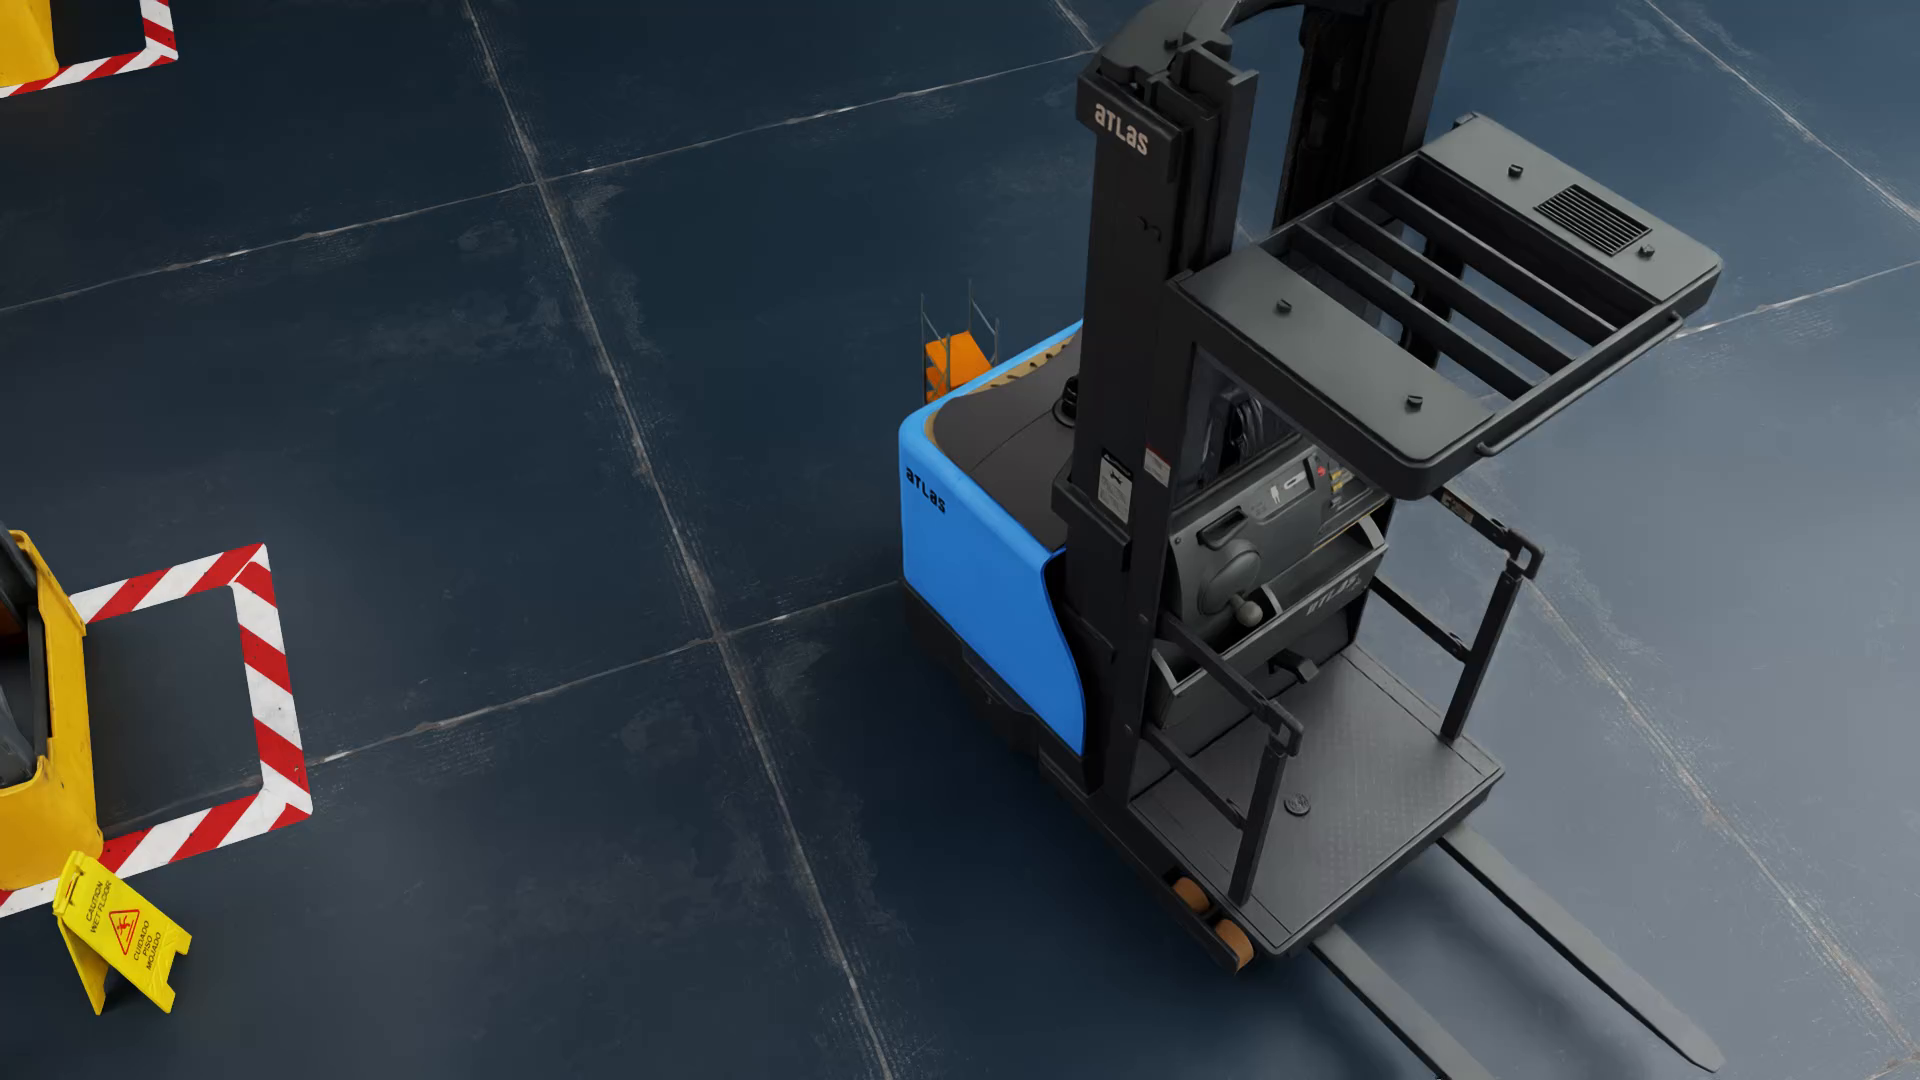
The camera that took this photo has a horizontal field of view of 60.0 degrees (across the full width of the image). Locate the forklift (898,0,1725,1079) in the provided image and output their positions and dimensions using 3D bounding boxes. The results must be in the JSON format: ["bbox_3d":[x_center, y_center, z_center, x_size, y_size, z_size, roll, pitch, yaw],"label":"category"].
[{"bbox_3d":[1.085,0.003,4.656,1.130,2.935,3.031,-31,56,-24],"label":"forklift"}]

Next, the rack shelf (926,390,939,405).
[{"bbox_3d":[-0.001,-0.455,6.091,0.180,0.103,0.258,-19,52,-15],"label":"rack shelf"}]

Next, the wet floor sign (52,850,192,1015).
[{"bbox_3d":[-2.637,1.199,5.135,0.232,0.644,0.267,-2,49,-1],"label":"wet floor sign"}]

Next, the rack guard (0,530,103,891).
[{"bbox_3d":[-3.287,0.572,5.770,0.348,0.500,1.175,-17,52,-14],"label":"rack guard"}]

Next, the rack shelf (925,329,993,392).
[{"bbox_3d":[-0.001,-0.612,5.909,0.180,0.103,0.258,-19,52,-15],"label":"rack shelf"}]

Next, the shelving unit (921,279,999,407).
[{"bbox_3d":[-0.001,-0.406,6.149,0.189,1.200,0.258,-19,52,-15],"label":"shelving unit"}]

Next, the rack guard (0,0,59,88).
[{"bbox_3d":[-5.075,-2.942,8.788,0.348,0.500,1.175,-17,52,-14],"label":"rack guard"}]

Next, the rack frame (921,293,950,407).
[{"bbox_3d":[-0.085,-0.378,6.124,0.006,1.200,0.240,-19,52,-15],"label":"rack frame"}]

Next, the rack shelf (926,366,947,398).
[{"bbox_3d":[-0.001,-0.533,6.000,0.180,0.103,0.258,-19,52,-15],"label":"rack shelf"}]

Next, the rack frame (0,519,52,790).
[{"bbox_3d":[-3.217,-0.265,4.841,0.127,3.000,1.000,-17,52,-14],"label":"rack frame"}]

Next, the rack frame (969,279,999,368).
[{"bbox_3d":[0.082,-0.434,6.173,0.006,1.200,0.240,-19,52,-15],"label":"rack frame"}]
